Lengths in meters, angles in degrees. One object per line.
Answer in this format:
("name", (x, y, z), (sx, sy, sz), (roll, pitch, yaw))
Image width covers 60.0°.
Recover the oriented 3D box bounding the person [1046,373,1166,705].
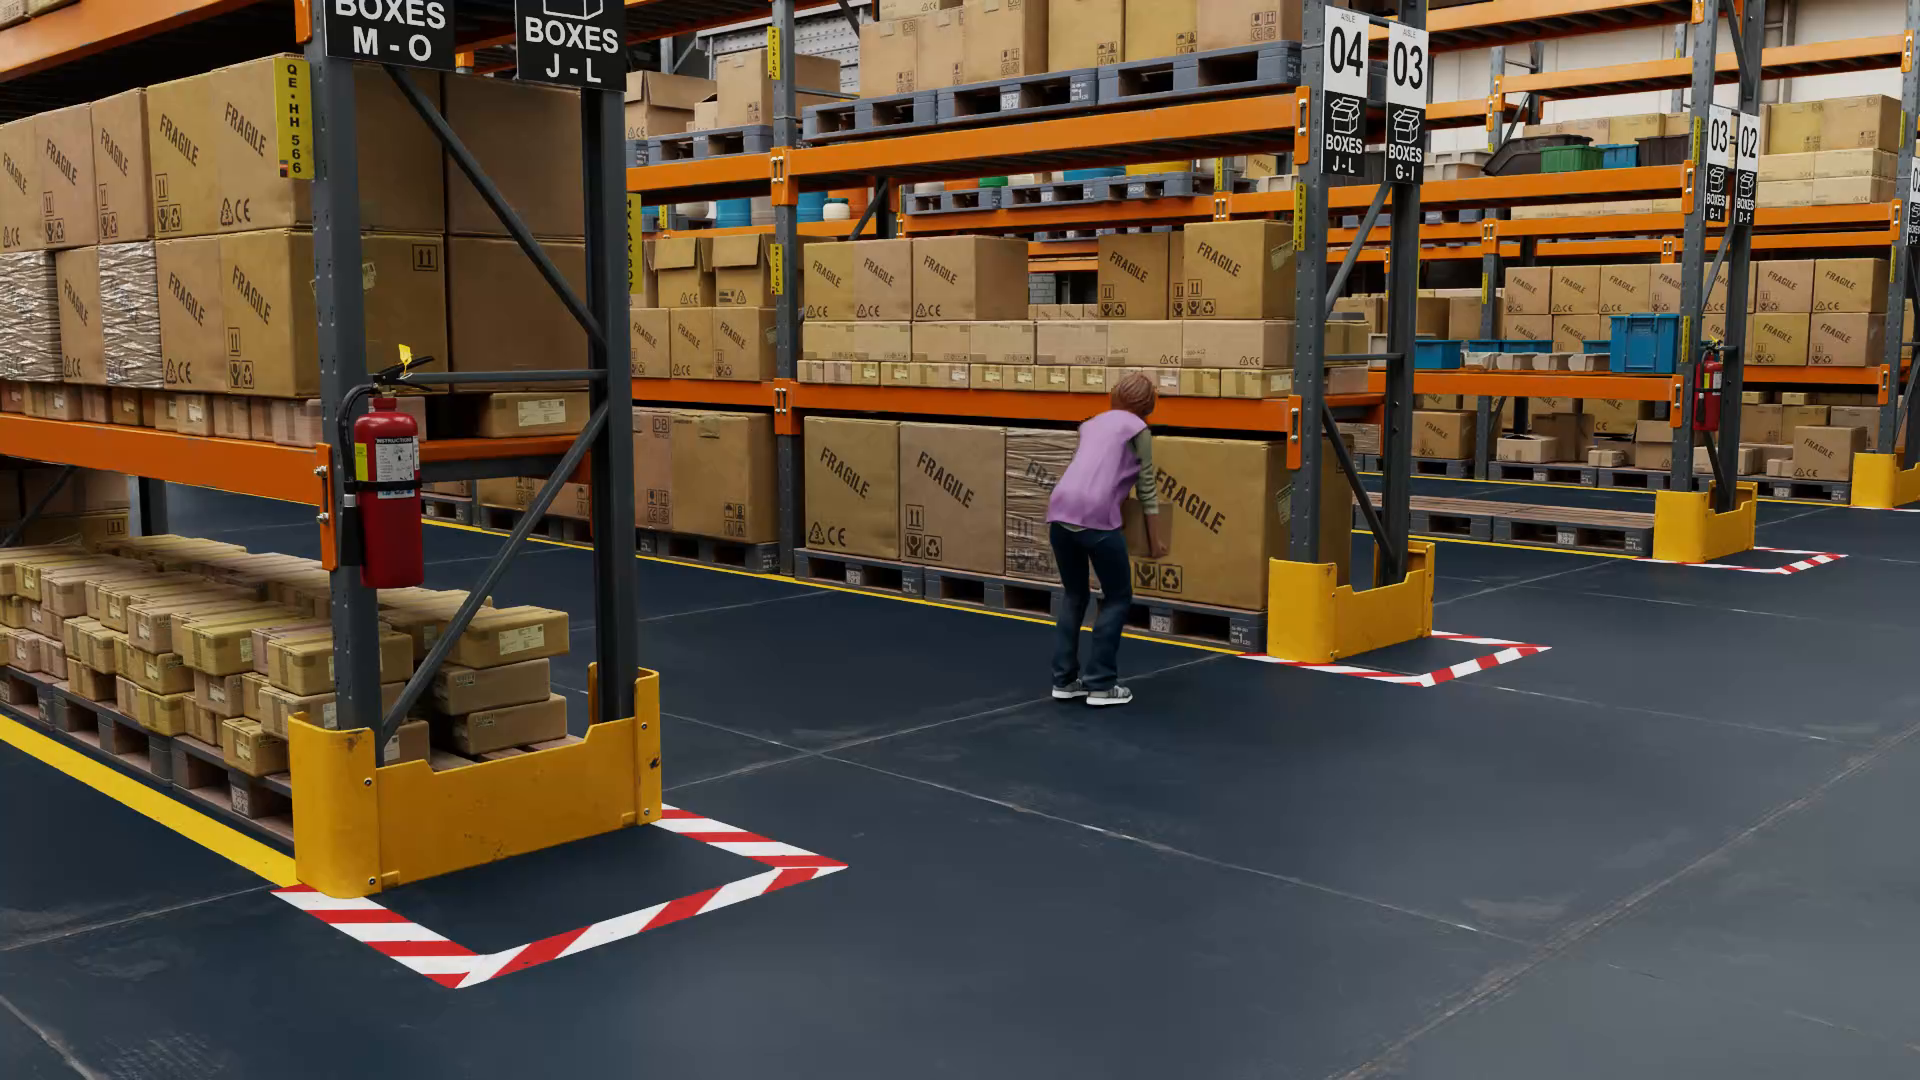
("person", (0.662, -0.002, 7.459), (0.380, 1.444, 0.646), (7, 10, 42))
